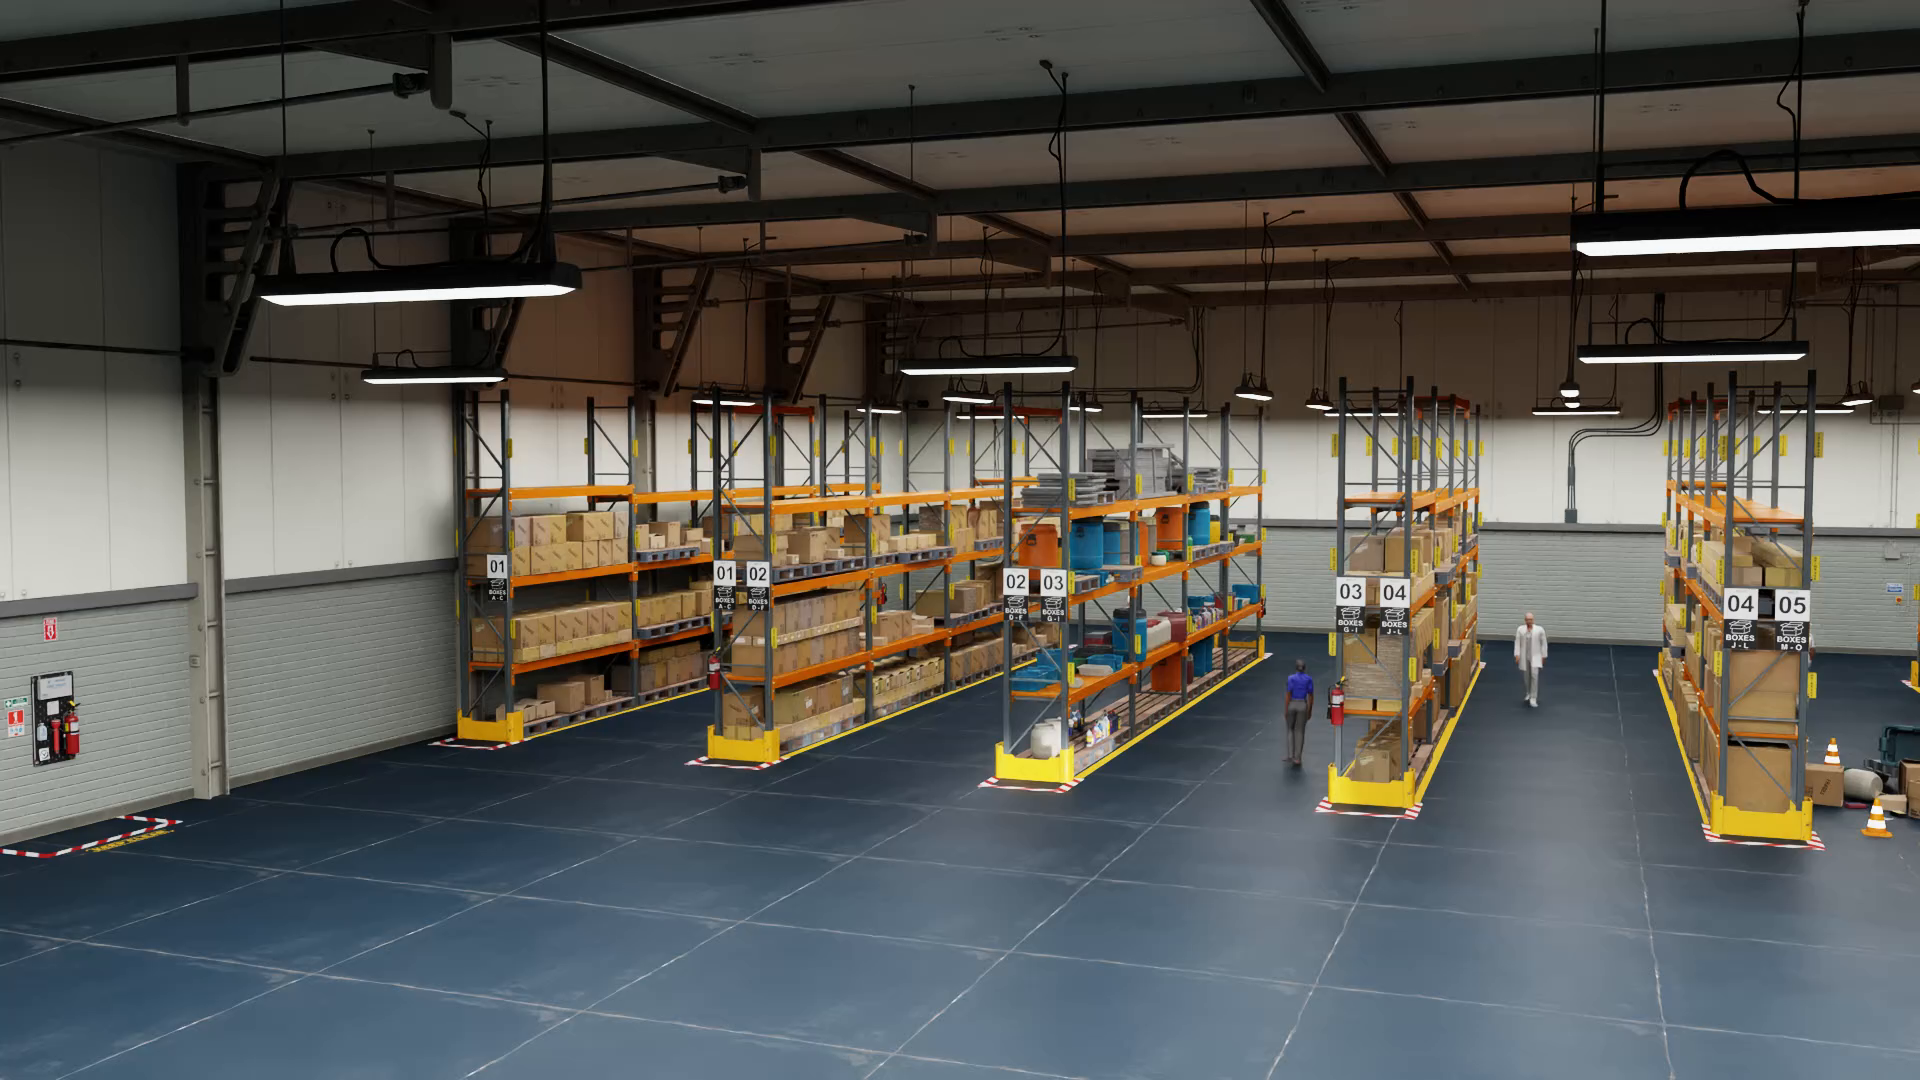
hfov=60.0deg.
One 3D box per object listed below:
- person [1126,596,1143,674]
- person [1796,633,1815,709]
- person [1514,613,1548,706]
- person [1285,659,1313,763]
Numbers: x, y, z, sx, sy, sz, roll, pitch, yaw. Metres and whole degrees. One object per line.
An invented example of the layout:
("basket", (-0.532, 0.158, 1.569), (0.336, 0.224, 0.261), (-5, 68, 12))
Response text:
("person", (3.788, 2.099, 36.628), (0.573, 1.787, 0.551), (1, 3, 19))
("person", (16.113, 2.378, 31.936), (0.636, 1.748, 0.712), (0, 3, 3))
("person", (11.164, 2.313, 32.607), (0.600, 1.738, 0.954), (2, 4, 34))
("person", (5.390, 2.748, 26.480), (0.456, 1.705, 0.595), (1, 3, 14))
